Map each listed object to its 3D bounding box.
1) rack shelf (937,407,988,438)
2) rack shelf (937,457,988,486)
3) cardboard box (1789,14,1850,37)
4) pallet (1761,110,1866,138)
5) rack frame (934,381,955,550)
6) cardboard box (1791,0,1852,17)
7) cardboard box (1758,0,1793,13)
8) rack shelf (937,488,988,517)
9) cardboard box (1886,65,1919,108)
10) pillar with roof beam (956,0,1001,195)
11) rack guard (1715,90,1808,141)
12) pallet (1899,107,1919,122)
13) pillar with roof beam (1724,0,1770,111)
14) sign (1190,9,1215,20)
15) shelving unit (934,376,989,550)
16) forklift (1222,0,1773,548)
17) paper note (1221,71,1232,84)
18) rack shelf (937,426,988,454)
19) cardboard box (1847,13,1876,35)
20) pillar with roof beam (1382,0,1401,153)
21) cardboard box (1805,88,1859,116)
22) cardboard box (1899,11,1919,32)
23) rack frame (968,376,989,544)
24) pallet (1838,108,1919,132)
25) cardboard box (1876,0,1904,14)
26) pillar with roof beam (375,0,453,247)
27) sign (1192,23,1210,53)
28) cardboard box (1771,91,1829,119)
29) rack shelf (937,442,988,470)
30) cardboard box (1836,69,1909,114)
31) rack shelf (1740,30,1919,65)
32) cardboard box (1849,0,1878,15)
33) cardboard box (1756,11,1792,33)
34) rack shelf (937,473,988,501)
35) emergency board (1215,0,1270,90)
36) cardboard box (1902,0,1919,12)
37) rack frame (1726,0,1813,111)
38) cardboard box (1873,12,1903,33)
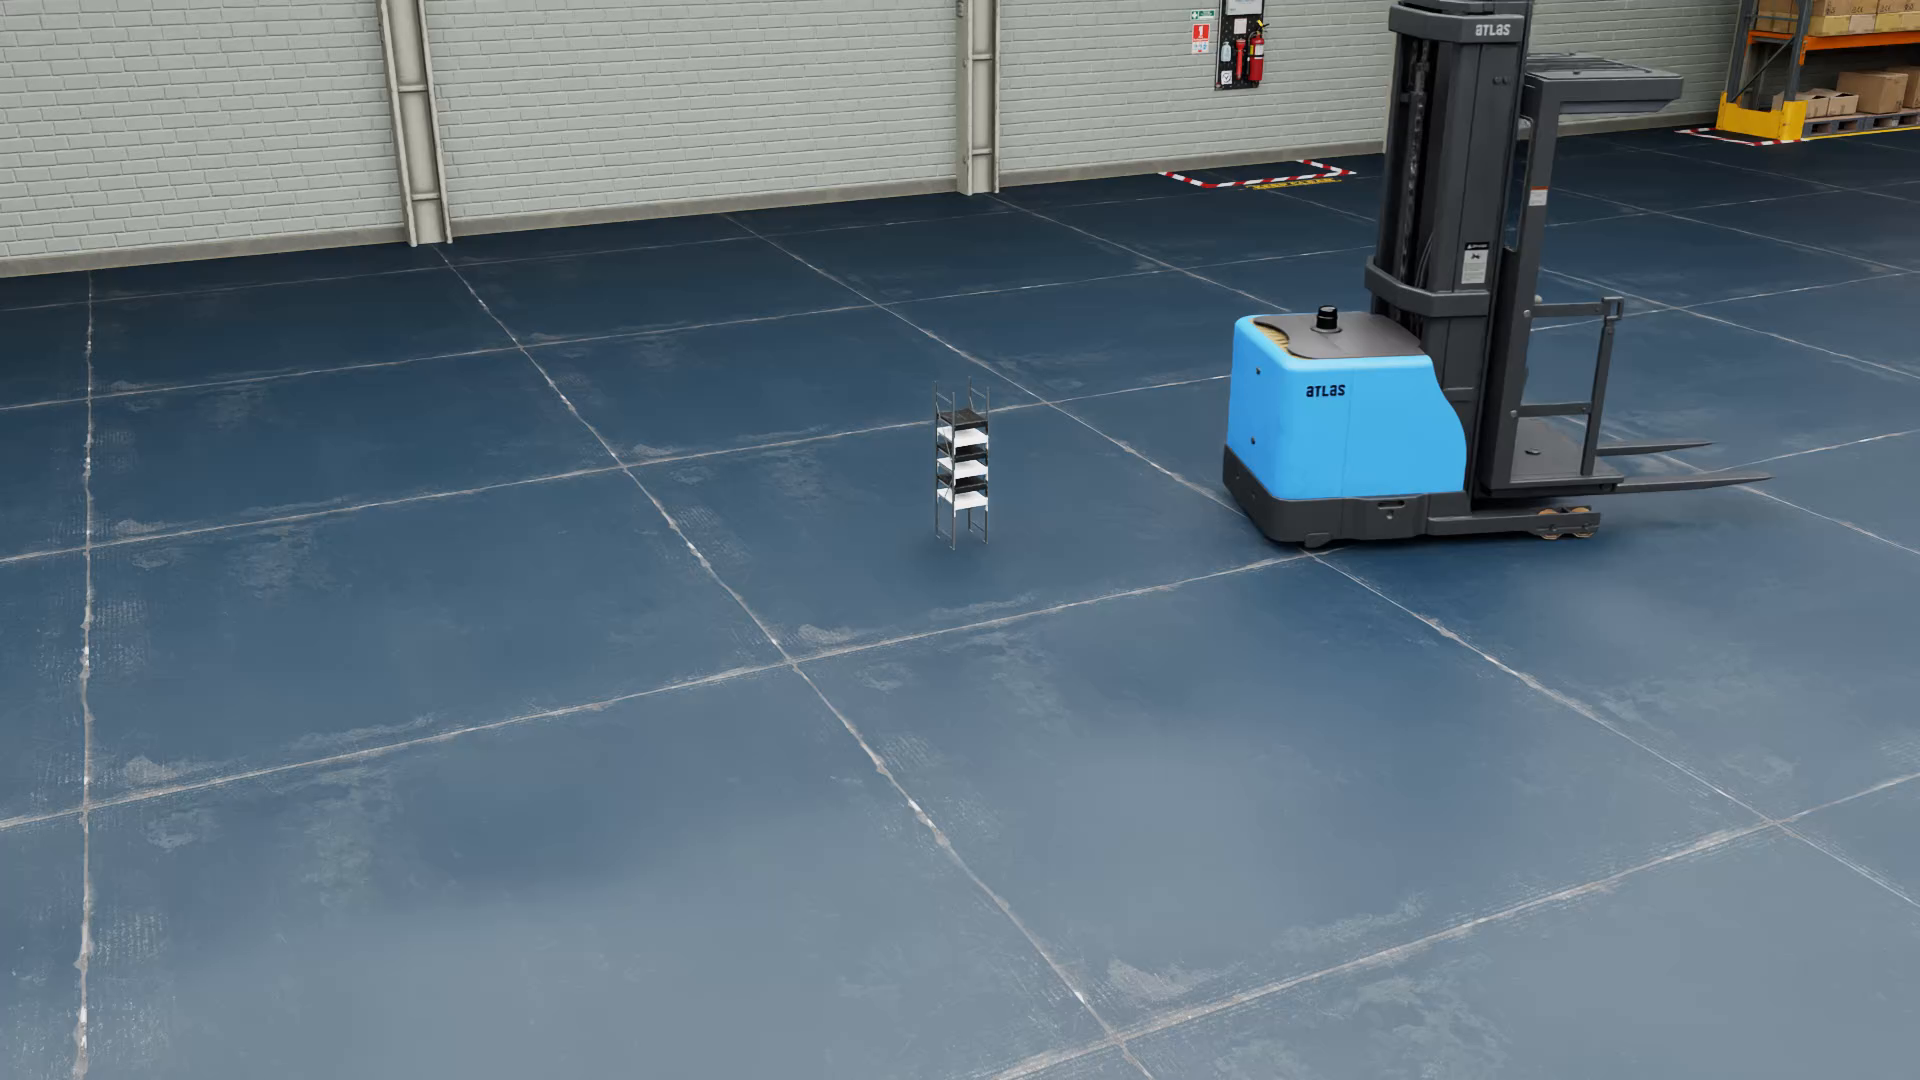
[{"bbox_3d":[0.007,-0.636,8.991,0.200,0.077,0.258,-10,25,-24],"label":"rack shelf"},{"bbox_3d":[0.007,-0.386,9.094,0.200,0.077,0.258,-10,25,-24],"label":"rack shelf"},{"bbox_3d":[11.332,-6.799,21.924,0.500,0.250,0.500,-11,25,-25],"label":"cardboard box"},{"bbox_3d":[11.570,-5.735,22.828,1.213,0.211,1.003,-10,25,-24],"label":"pallet"},{"bbox_3d":[-0.084,-0.400,9.040,0.006,0.900,0.240,-10,25,-24],"label":"rack frame"},{"bbox_3d":[11.315,-7.150,21.791,0.500,0.500,0.500,-10,25,-24],"label":"cardboard box"},{"bbox_3d":[11.087,-7.326,22.215,0.500,0.500,0.500,-11,25,-24],"label":"cardboard box"},{"bbox_3d":[0.007,-0.220,9.163,0.200,0.077,0.258,-10,25,-24],"label":"rack shelf"},{"bbox_3d":[13.441,-6.414,23.516,0.500,0.500,0.500,-12,26,-28],"label":"cardboard box"},{"bbox_3d":[2.064,-6.600,13.429,0.400,9.000,9.100,-10,25,-24],"label":"pillar with roof beam"},{"bbox_3d":[10.823,-5.746,22.477,0.348,0.500,1.175,-10,25,-24],"label":"rack guard"},{"bbox_3d":[13.769,-6.139,23.806,1.213,0.211,1.003,-10,25,-24],"label":"pallet"},{"bbox_3d":[12.877,-8.591,18.237,0.400,9.000,9.100,-10,25,-24],"label":"pillar with roof beam"},{"bbox_3d":[2.826,-6.113,19.357,0.331,0.109,0.001,-10,25,-24],"label":"sign"},{"bbox_3d":[0.007,-0.417,9.081,0.210,0.900,0.258,-10,25,-24],"label":"shelving unit"},{"bbox_3d":[3.121,-1.552,9.168,3.031,2.935,1.130,-3,23,-8],"label":"forklift"},{"bbox_3d":[3.171,-5.498,19.761,0.142,0.148,0.016,-10,25,-24],"label":"paper note"},{"bbox_3d":[0.007,-0.553,9.025,0.200,0.077,0.258,-10,25,-24],"label":"rack shelf"},{"bbox_3d":[11.794,-6.891,22.144,0.500,0.250,0.500,-11,25,-25],"label":"cardboard box"},{"bbox_3d":[7.471,-7.595,15.833,0.400,9.000,9.100,-10,25,-24],"label":"pillar with roof beam"},{"bbox_3d":[11.931,-6.027,22.829,0.500,0.311,0.500,-8,24,-19],"label":"cardboard box"},{"bbox_3d":[12.712,-7.056,22.544,0.500,0.250,0.500,-10,25,-23],"label":"cardboard box"},{"bbox_3d":[0.099,-0.434,9.122,0.006,0.900,0.240,-10,25,-24],"label":"rack frame"},{"bbox_3d":[12.668,-5.936,23.313,1.213,0.211,1.003,-10,25,-24],"label":"pallet"},{"bbox_3d":[12.233,-7.312,22.182,0.500,0.500,0.500,-11,25,-25],"label":"cardboard box"},{"bbox_3d":[-3.342,-5.605,11.024,0.400,9.000,9.100,-10,25,-24],"label":"pillar with roof beam"},{"bbox_3d":[2.818,-5.870,19.463,0.234,0.329,0.001,-10,25,-24],"label":"sign"},{"bbox_3d":[11.417,-5.933,22.601,0.500,0.311,0.500,-14,26,-30],"label":"cardboard box"},{"bbox_3d":[0.007,-0.469,9.059,0.200,0.077,0.258,-10,25,-24],"label":"rack shelf"},{"bbox_3d":[12.613,-6.219,23.045,0.500,0.500,0.700,-12,25,-27],"label":"cardboard box"},{"bbox_3d":[12.557,-6.887,22.907,4.000,0.370,1.077,-10,25,-24],"label":"rack shelf"},{"bbox_3d":[11.765,-7.229,21.980,0.500,0.500,0.500,-10,25,-23],"label":"cardboard box"},{"bbox_3d":[11.092,-6.972,22.342,0.500,0.250,0.500,-10,25,-23],"label":"cardboard box"},{"bbox_3d":[0.007,-0.303,9.128,0.200,0.077,0.258,-10,25,-24],"label":"rack shelf"},{"bbox_3d":[3.360,-5.910,19.606,0.643,1.169,0.194,-10,25,-24],"label":"emergency board"},{"bbox_3d":[12.693,-7.402,22.399,0.500,0.500,0.500,-10,24,-22],"label":"cardboard box"},{"bbox_3d":[10.754,-6.888,21.968,0.127,3.000,1.000,-10,25,-24],"label":"rack frame"},{"bbox_3d":[12.255,-6.973,22.343,0.500,0.250,0.500,-11,25,-24],"label":"cardboard box"}]
